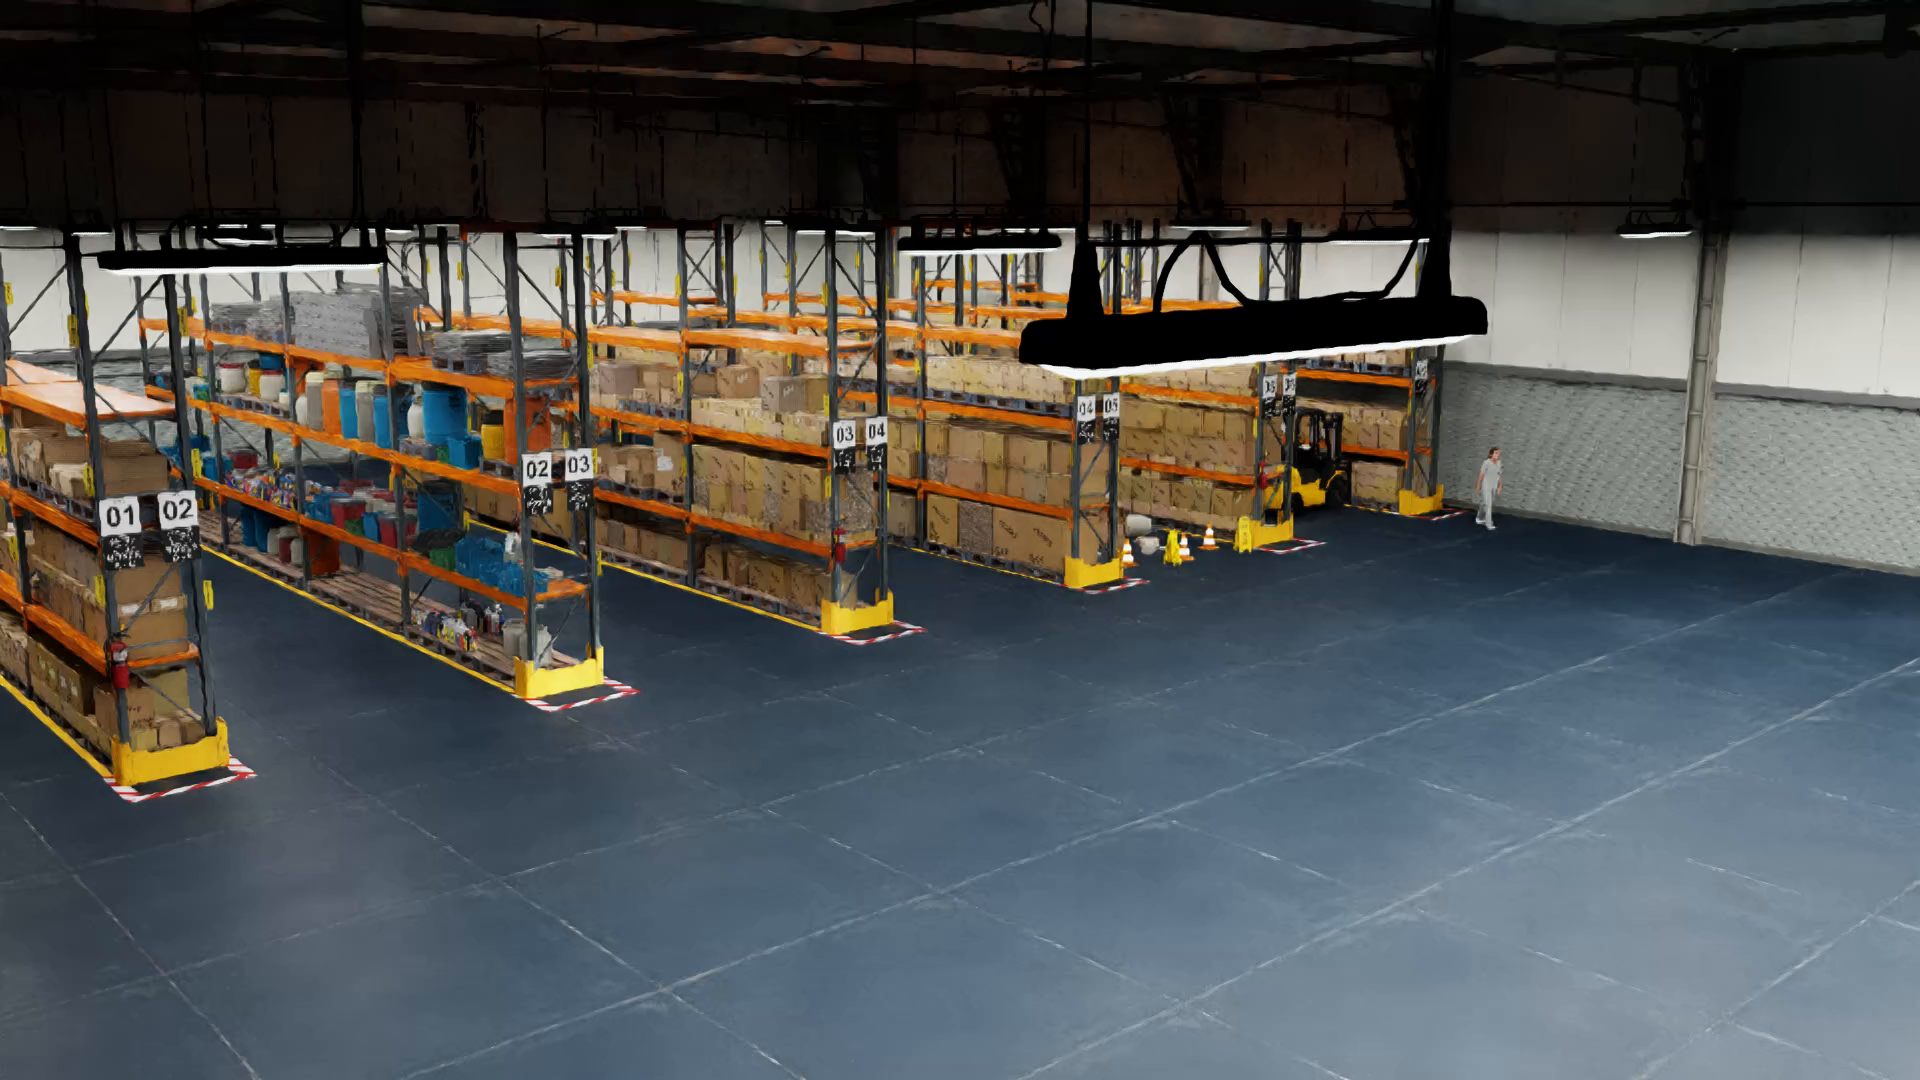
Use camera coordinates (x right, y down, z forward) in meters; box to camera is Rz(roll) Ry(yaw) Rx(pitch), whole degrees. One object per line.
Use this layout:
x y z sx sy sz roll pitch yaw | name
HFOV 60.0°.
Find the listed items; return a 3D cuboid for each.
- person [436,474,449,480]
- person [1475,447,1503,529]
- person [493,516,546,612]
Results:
-9.158 -0.388 29.667 0.538 1.727 0.361 4 12 21 | person
10.526 -1.055 32.984 0.485 1.619 0.948 -4 12 -17 | person
-6.999 0.363 26.146 0.767 1.530 0.566 6 13 28 | person
